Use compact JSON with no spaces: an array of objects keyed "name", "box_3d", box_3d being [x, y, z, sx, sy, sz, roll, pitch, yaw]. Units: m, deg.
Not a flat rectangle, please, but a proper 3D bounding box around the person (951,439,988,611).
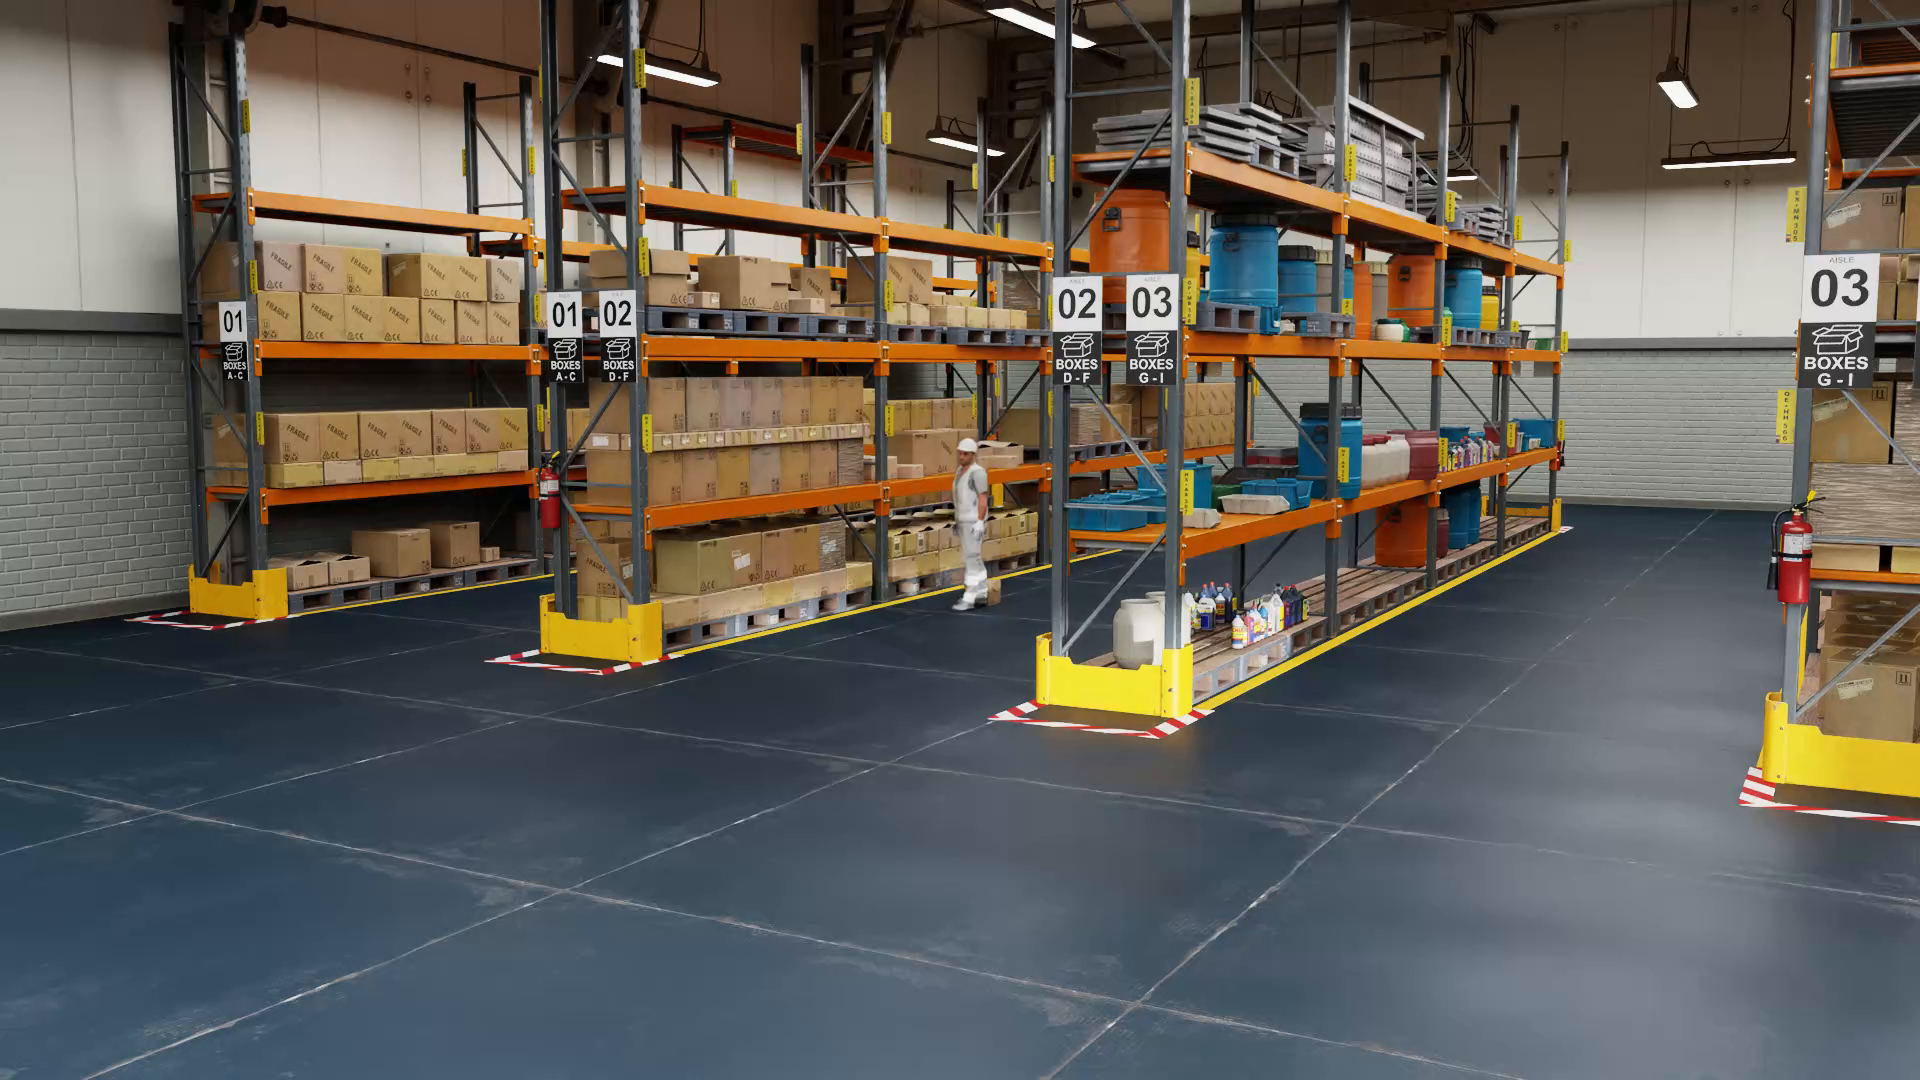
[{"name":"person","box_3d":[0.082,-0.174,17.533,0.530,1.792,0.561,-2,6,-23]}]
